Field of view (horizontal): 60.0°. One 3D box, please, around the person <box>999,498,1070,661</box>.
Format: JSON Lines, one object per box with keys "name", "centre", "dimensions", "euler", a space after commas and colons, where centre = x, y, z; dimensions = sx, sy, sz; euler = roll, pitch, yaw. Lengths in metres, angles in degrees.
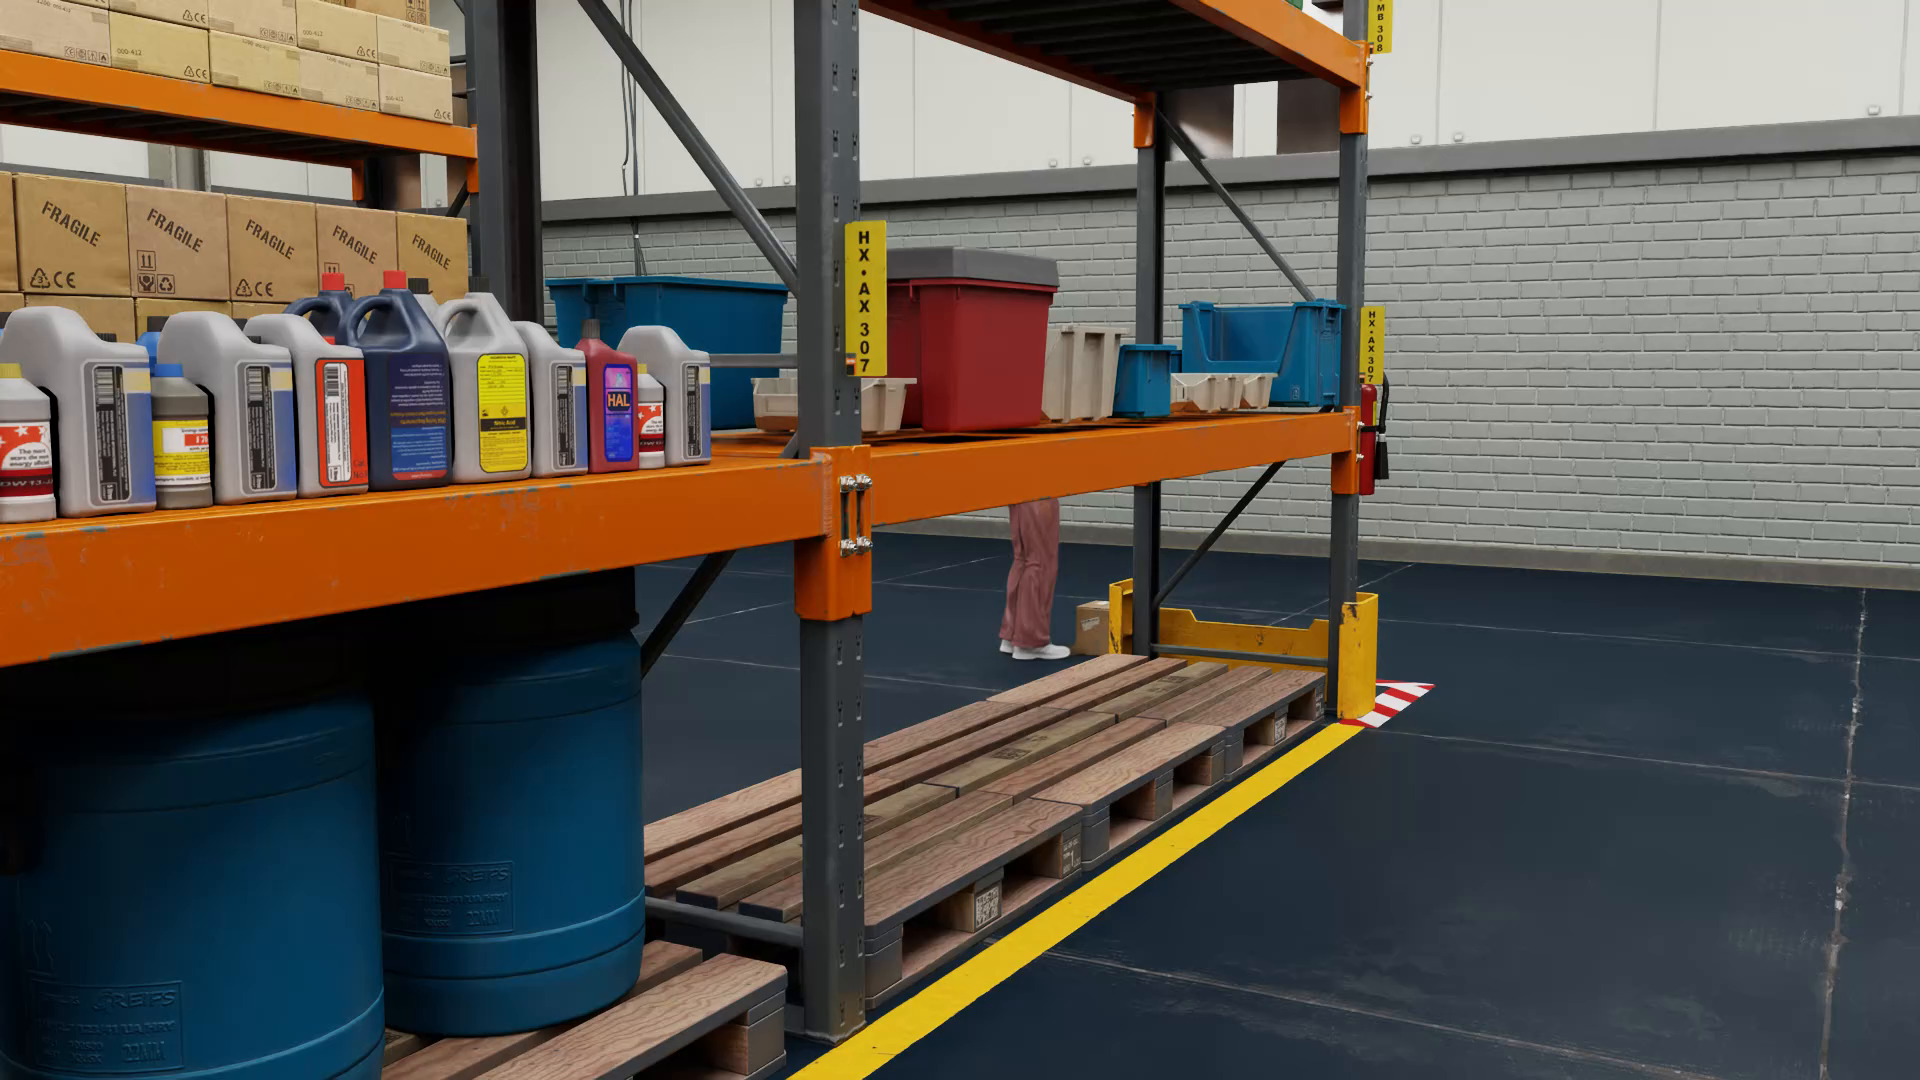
{"name": "person", "centre": [0.360, -0.227, 8.537], "dimensions": [0.362, 1.675, 0.440], "euler": [-2, 6, -15]}
